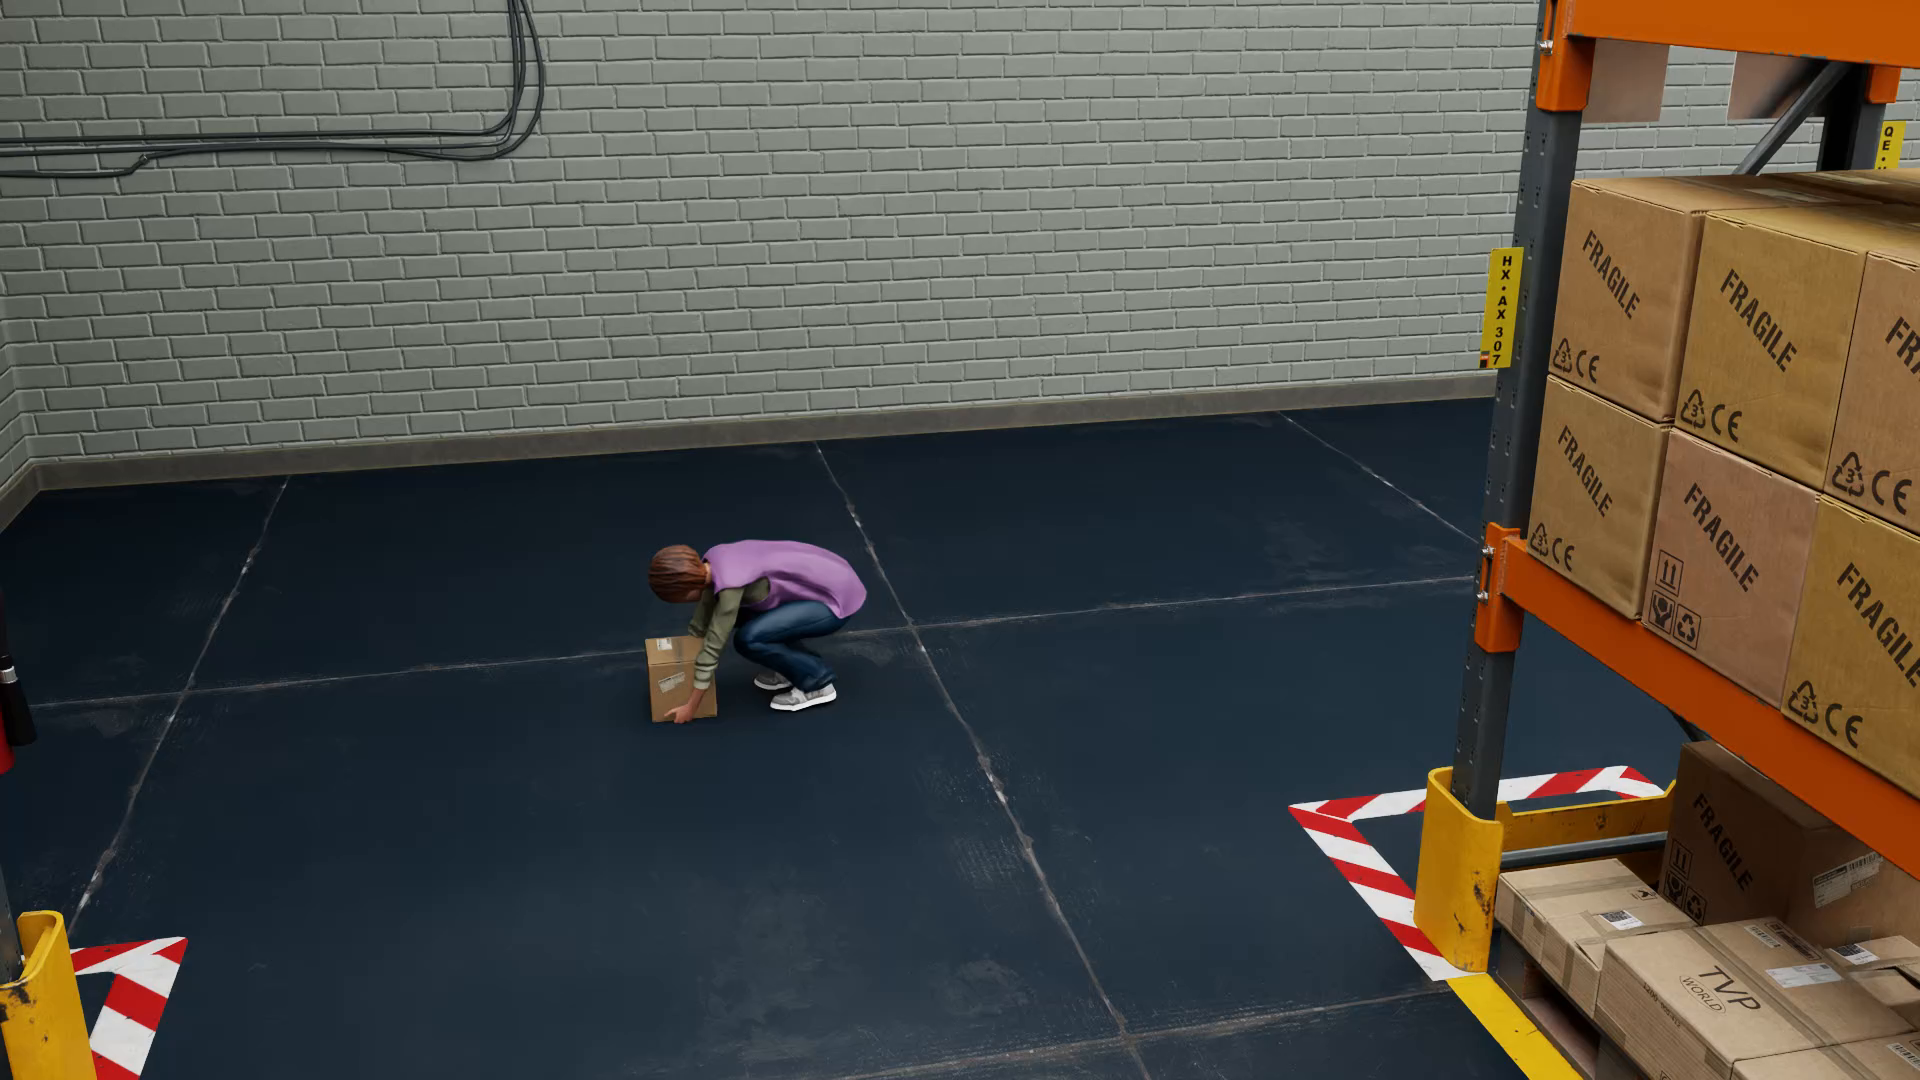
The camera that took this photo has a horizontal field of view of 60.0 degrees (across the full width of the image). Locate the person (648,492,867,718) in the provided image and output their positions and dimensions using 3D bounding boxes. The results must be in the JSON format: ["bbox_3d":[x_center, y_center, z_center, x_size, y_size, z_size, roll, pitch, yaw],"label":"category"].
[{"bbox_3d":[-0.784,0.245,6.530,0.855,0.832,0.425,-6,21,-15],"label":"person"}]
